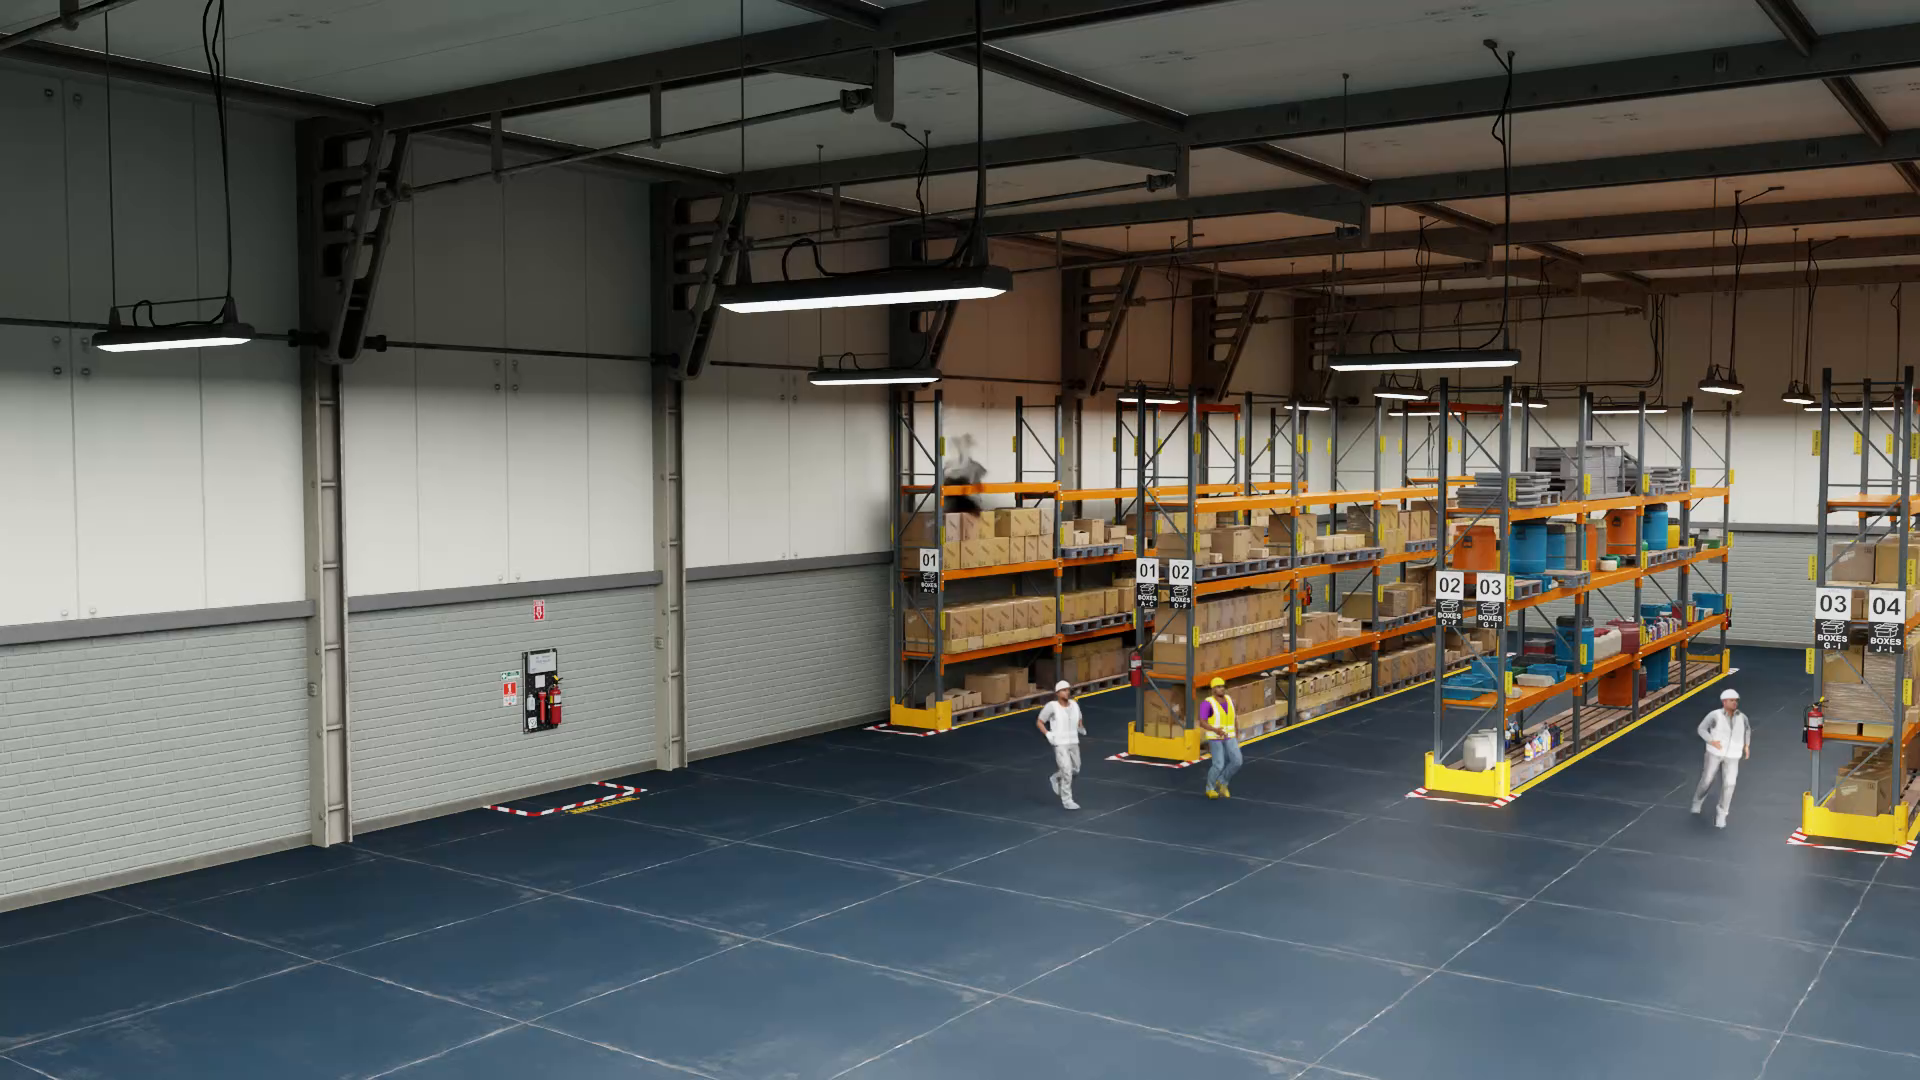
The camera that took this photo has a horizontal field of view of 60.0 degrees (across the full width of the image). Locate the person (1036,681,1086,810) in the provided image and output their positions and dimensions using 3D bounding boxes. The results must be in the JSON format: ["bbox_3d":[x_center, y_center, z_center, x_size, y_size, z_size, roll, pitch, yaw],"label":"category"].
[{"bbox_3d":[1.439,2.830,23.080,0.696,1.750,0.769,-2,4,-31],"label":"person"}]

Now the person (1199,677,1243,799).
[{"bbox_3d":[3.714,2.807,23.556,0.703,1.729,0.640,-1,4,-24],"label":"person"}]

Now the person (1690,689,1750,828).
[{"bbox_3d":[10.186,2.880,22.153,0.728,1.792,0.843,1,3,12],"label":"person"}]
